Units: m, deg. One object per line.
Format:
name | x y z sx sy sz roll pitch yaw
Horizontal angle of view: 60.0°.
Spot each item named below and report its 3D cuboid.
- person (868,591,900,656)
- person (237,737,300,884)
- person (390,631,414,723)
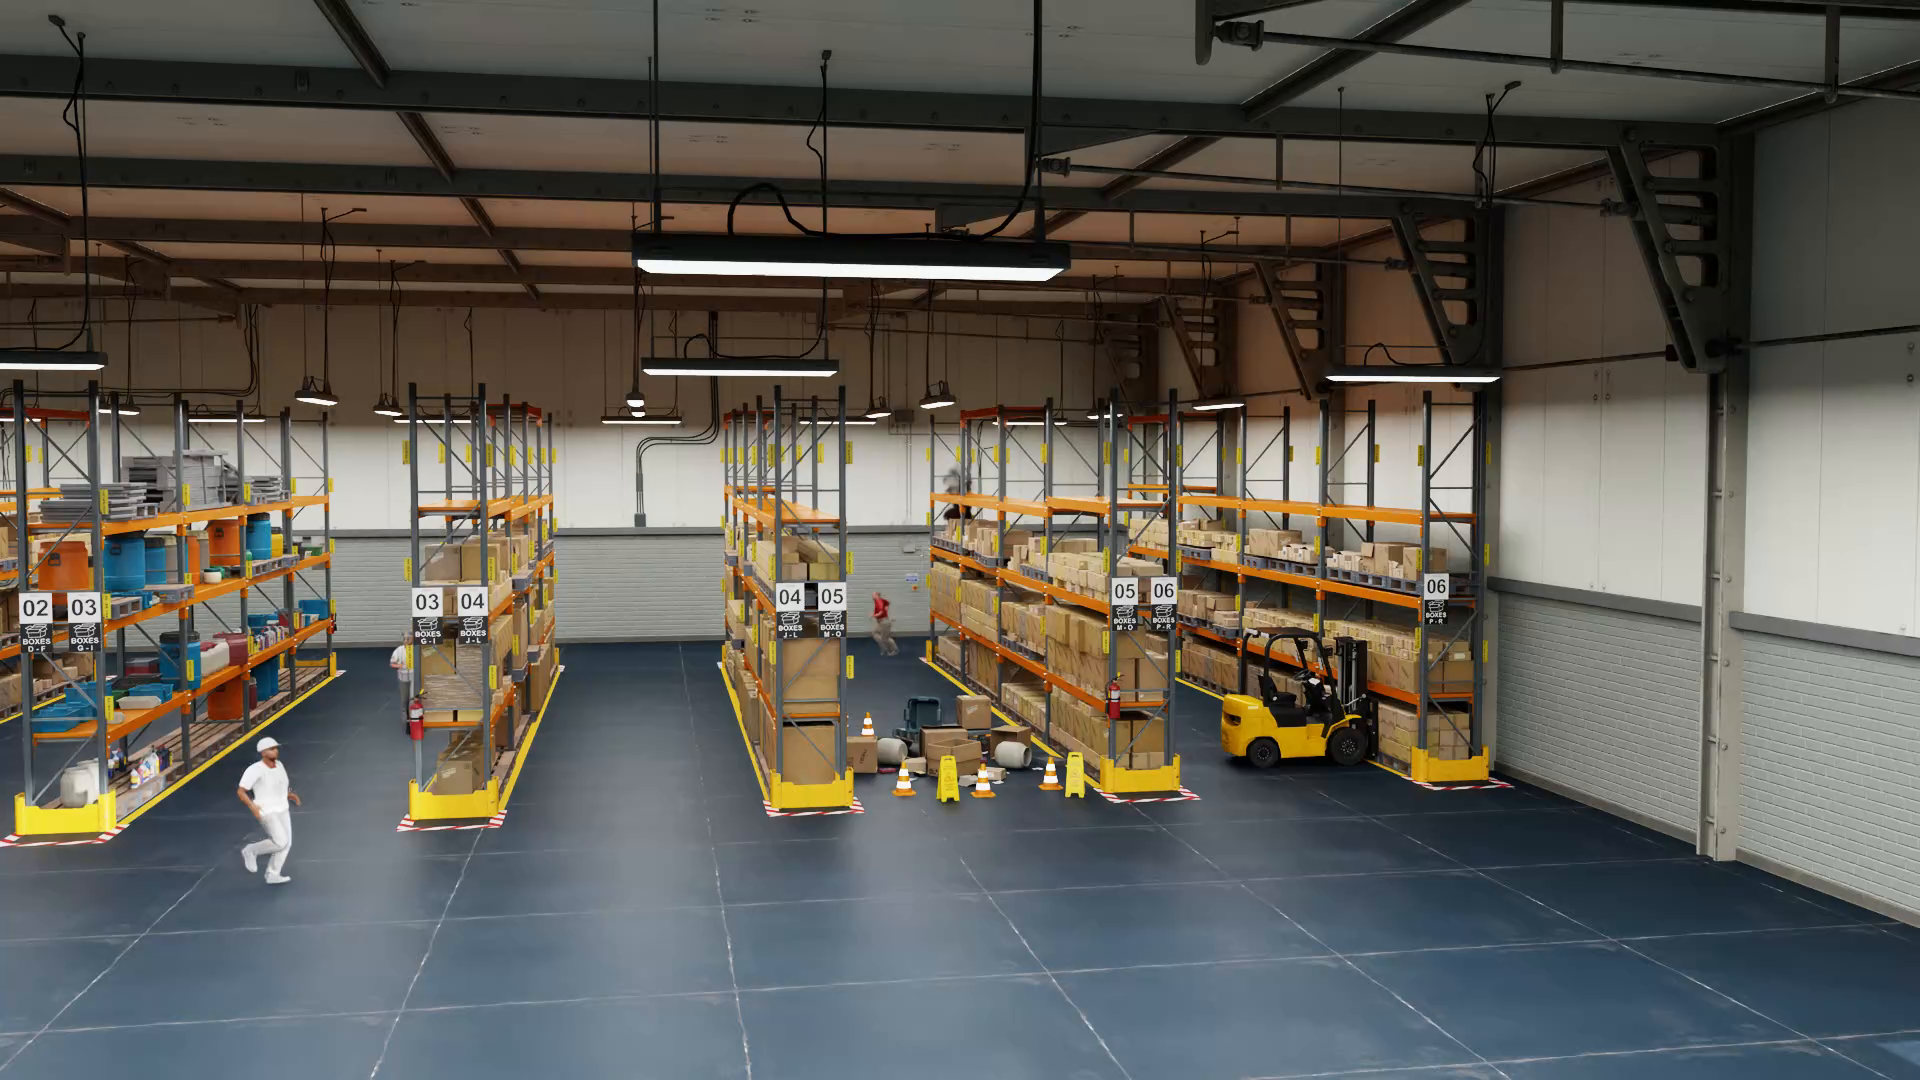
person | -1.897 2.106 41.513 0.809 1.688 0.702 0 3 -2
person | -8.077 3.168 19.470 0.578 1.724 0.716 1 3 17
person | -10.107 2.568 30.575 0.671 1.825 0.964 -1 3 -11
